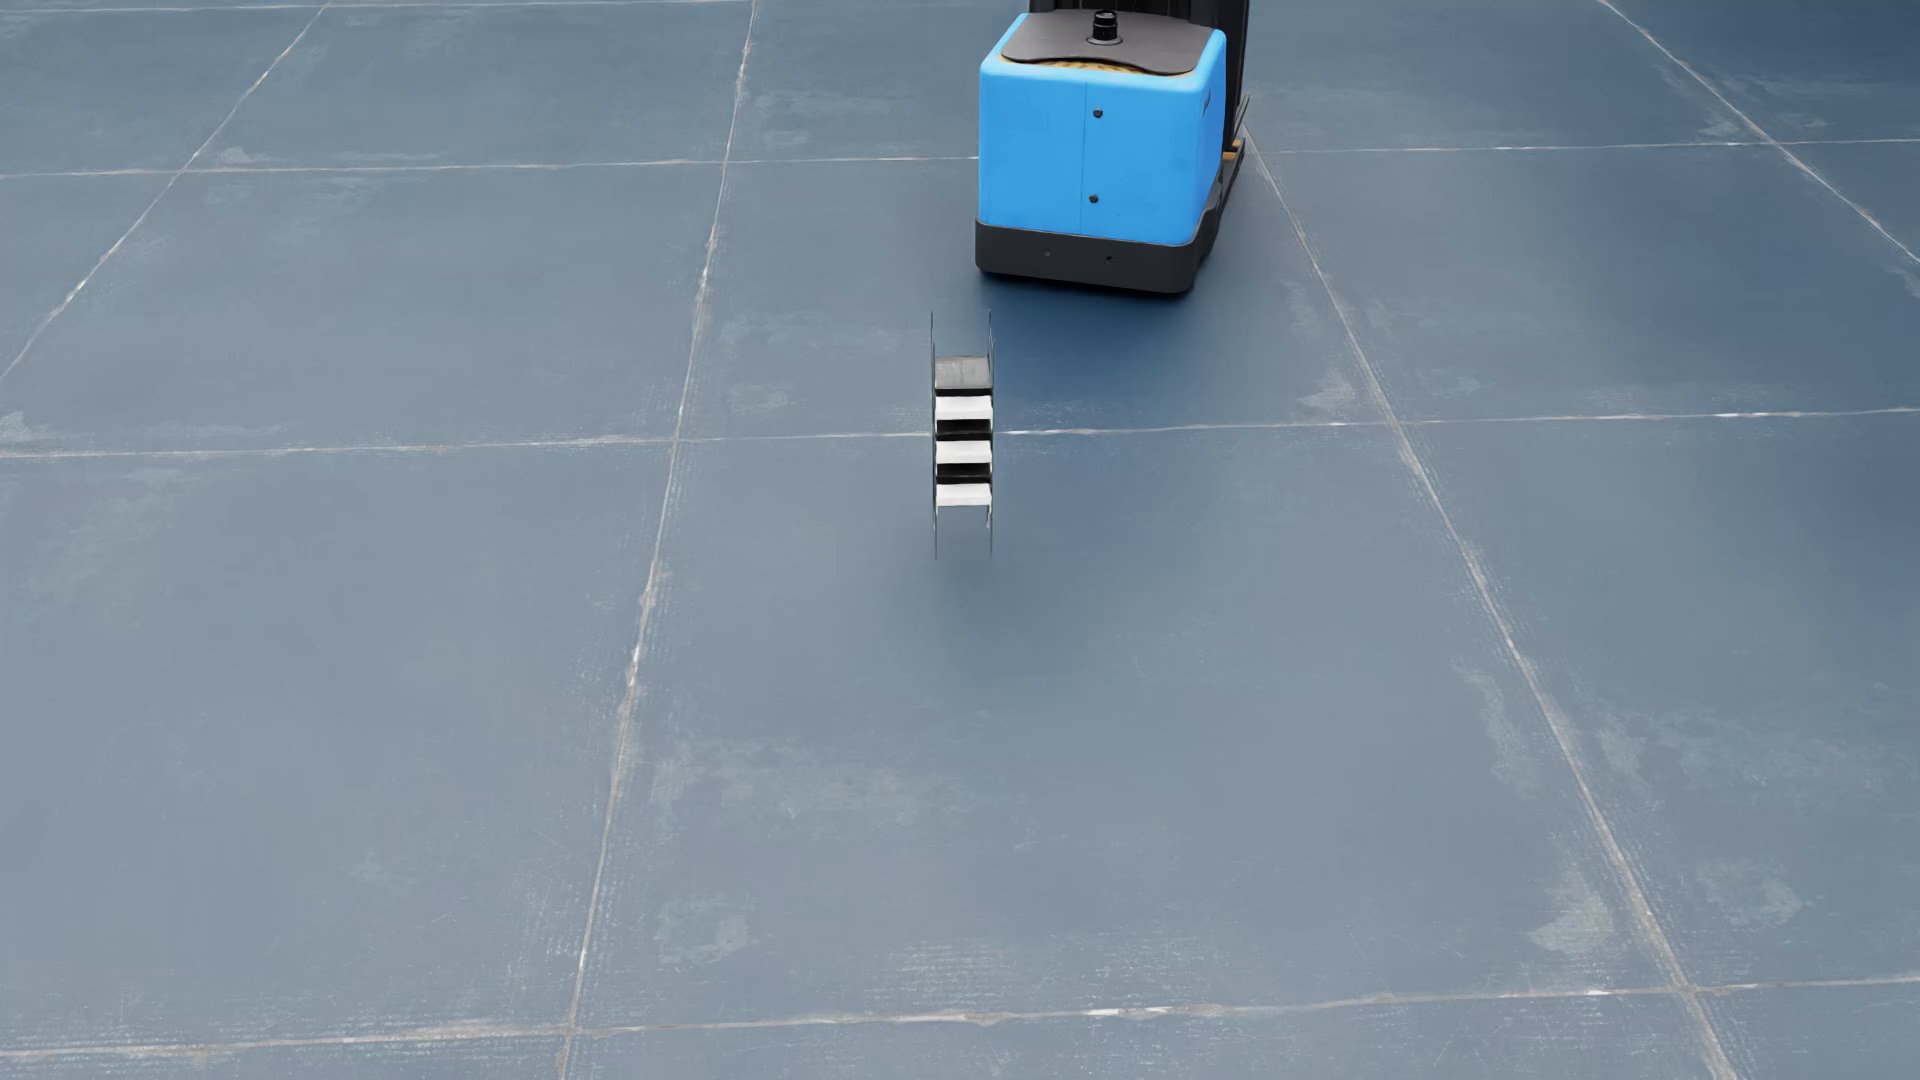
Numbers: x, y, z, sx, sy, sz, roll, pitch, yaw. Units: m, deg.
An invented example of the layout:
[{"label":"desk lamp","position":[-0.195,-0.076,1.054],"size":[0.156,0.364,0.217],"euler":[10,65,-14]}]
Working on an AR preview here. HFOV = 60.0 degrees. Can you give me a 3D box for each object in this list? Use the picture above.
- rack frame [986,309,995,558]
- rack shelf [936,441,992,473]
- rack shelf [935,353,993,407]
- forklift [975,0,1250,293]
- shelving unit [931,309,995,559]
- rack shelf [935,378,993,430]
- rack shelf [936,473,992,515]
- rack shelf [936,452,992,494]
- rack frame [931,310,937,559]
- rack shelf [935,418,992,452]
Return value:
[{"label":"rack frame","position":[0.110,-0.373,5.998],"size":[0.006,0.900,0.240],"euler":[-2,35,-2]},{"label":"rack shelf","position":[0.008,-0.343,6.013],"size":[0.200,0.077,0.258],"euler":[-2,35,-2]},{"label":"rack shelf","position":[0.008,-0.565,5.860],"size":[0.200,0.077,0.258],"euler":[-2,35,-2]},{"label":"forklift","position":[0.954,-3.199,8.296],"size":[1.130,2.935,3.031],"euler":[9,36,12]},{"label":"shelving unit","position":[0.008,-0.370,5.994],"size":[0.210,0.900,0.258],"euler":[-2,35,-2]},{"label":"rack shelf","position":[0.008,-0.491,5.911],"size":[0.200,0.077,0.258],"euler":[-2,35,-2]},{"label":"rack shelf","position":[0.008,-0.195,6.116],"size":[0.200,0.077,0.258],"euler":[-2,35,-2]},{"label":"rack shelf","position":[0.008,-0.269,6.064],"size":[0.200,0.077,0.258],"euler":[-2,35,-2]},{"label":"rack frame","position":[-0.093,-0.367,5.990],"size":[0.006,0.900,0.240],"euler":[-2,35,-2]},{"label":"rack shelf","position":[0.008,-0.417,5.962],"size":[0.200,0.077,0.258],"euler":[-2,35,-2]}]
